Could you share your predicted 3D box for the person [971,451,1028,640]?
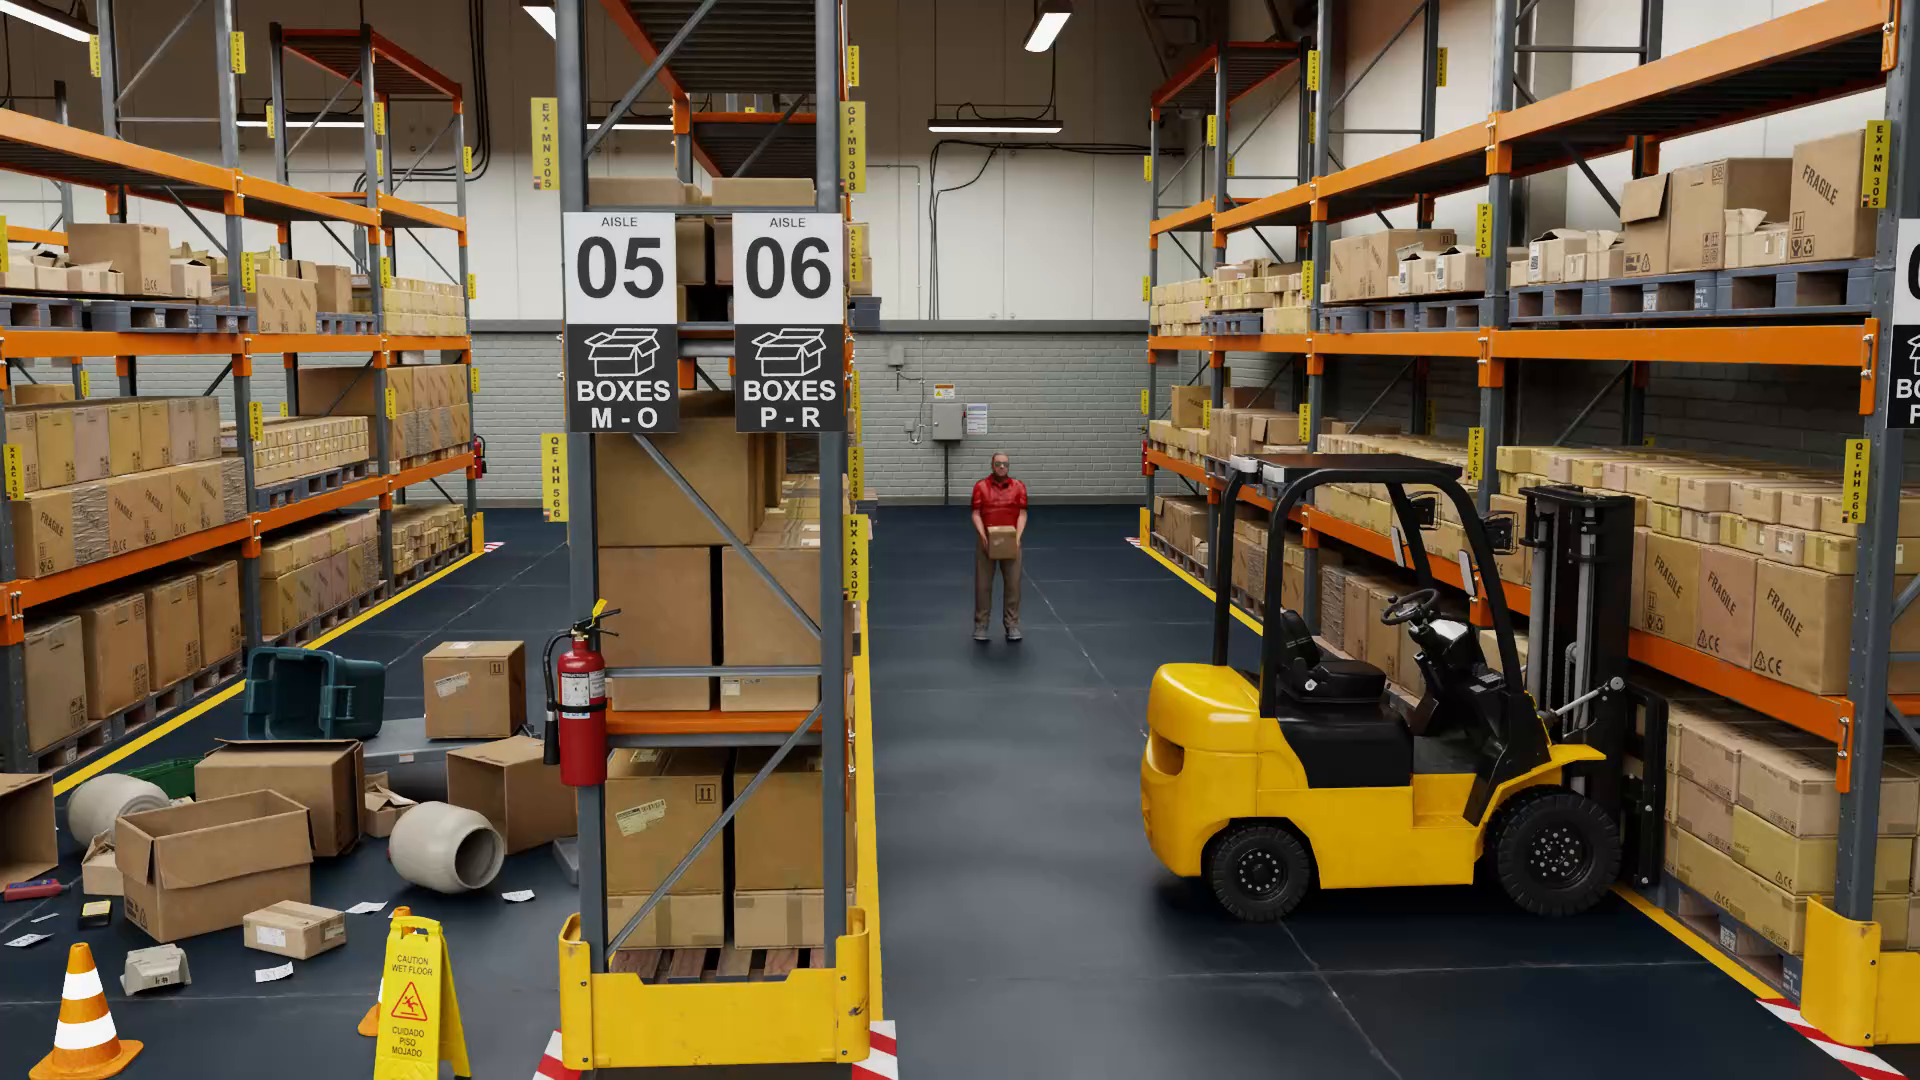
[{"bbox_3d":[0.369,0.056,15.311,0.527,1.732,0.496,-1,7,-4],"label":"person"}]
